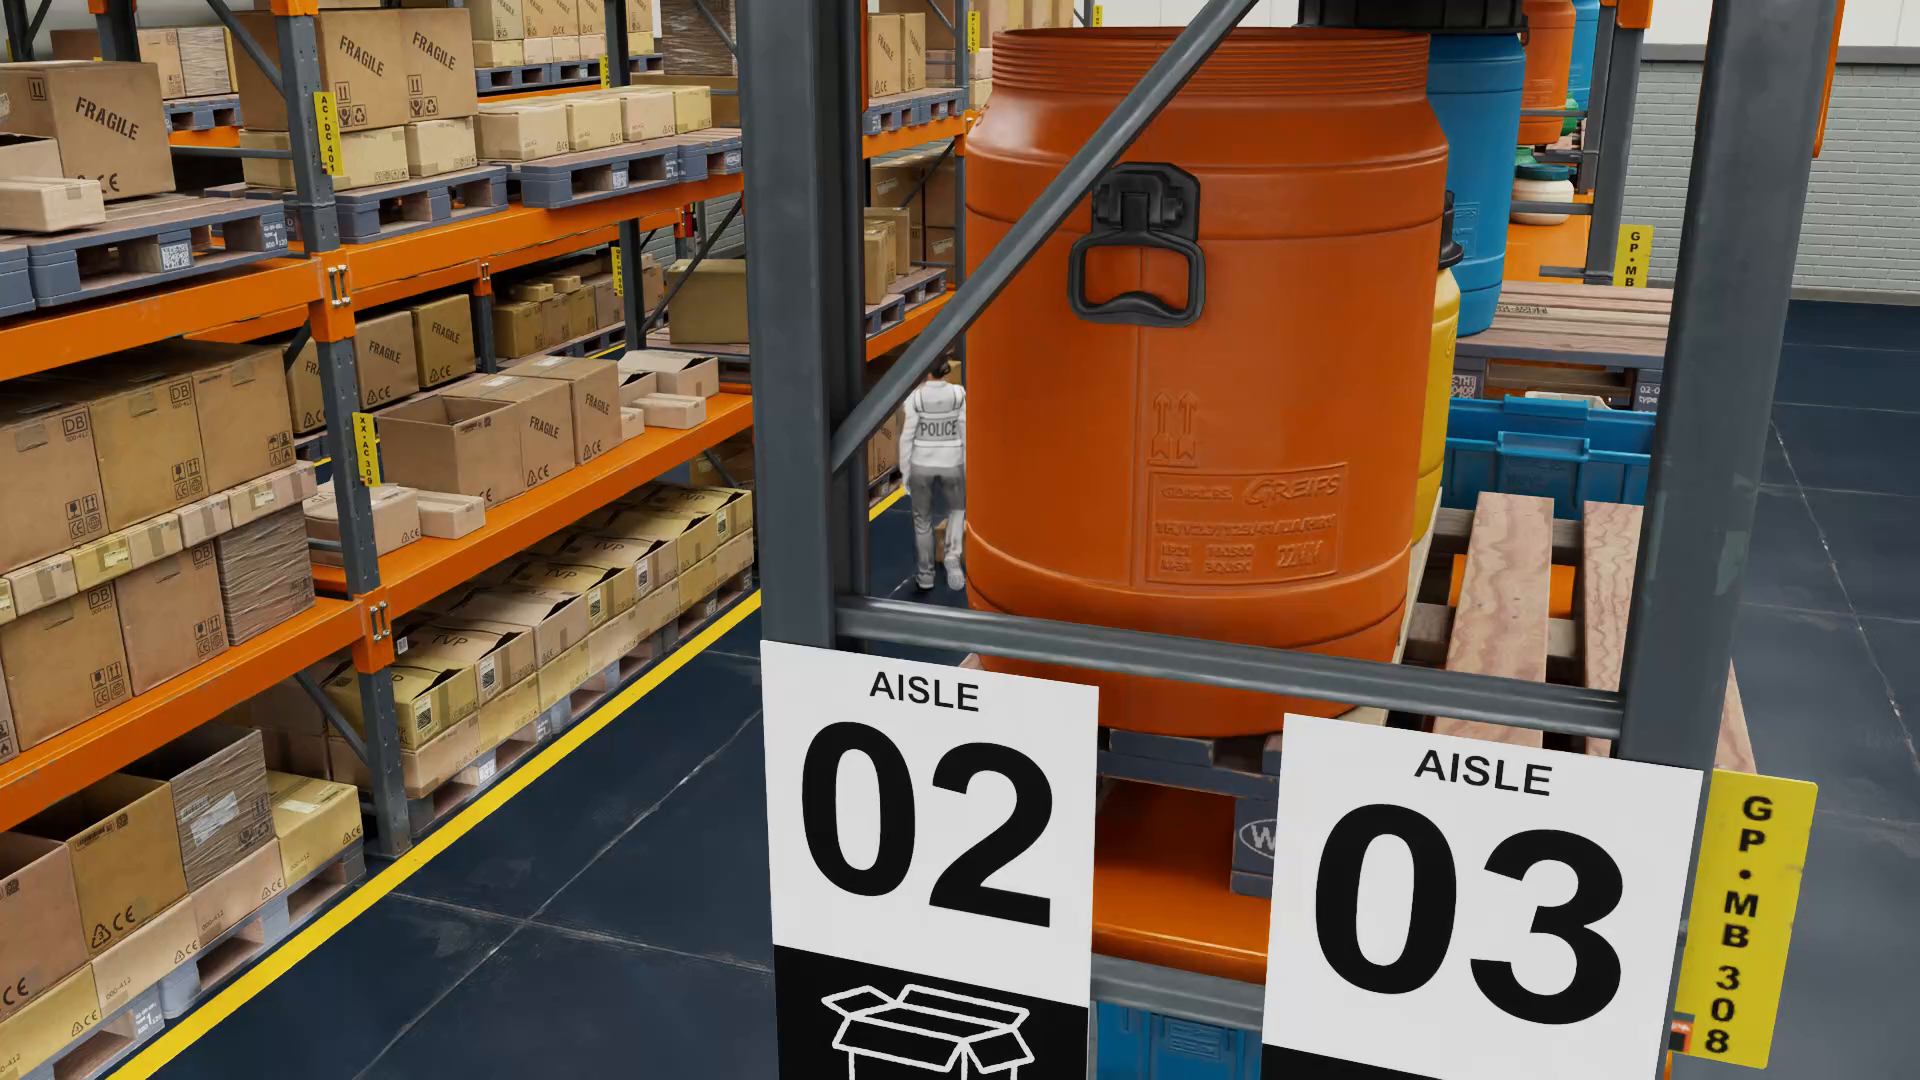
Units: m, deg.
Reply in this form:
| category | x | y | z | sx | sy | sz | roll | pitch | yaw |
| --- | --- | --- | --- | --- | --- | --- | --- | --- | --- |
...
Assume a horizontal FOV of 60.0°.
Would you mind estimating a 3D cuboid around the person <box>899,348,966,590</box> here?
| category | x | y | z | sx | sy | sz | roll | pitch | yaw |
| --- | --- | --- | --- | --- | --- | --- | --- | --- | --- |
| person | -0.158 | -0.464 | 10.865 | 0.500 | 1.663 | 0.475 | -3 | 19 | -9 |
